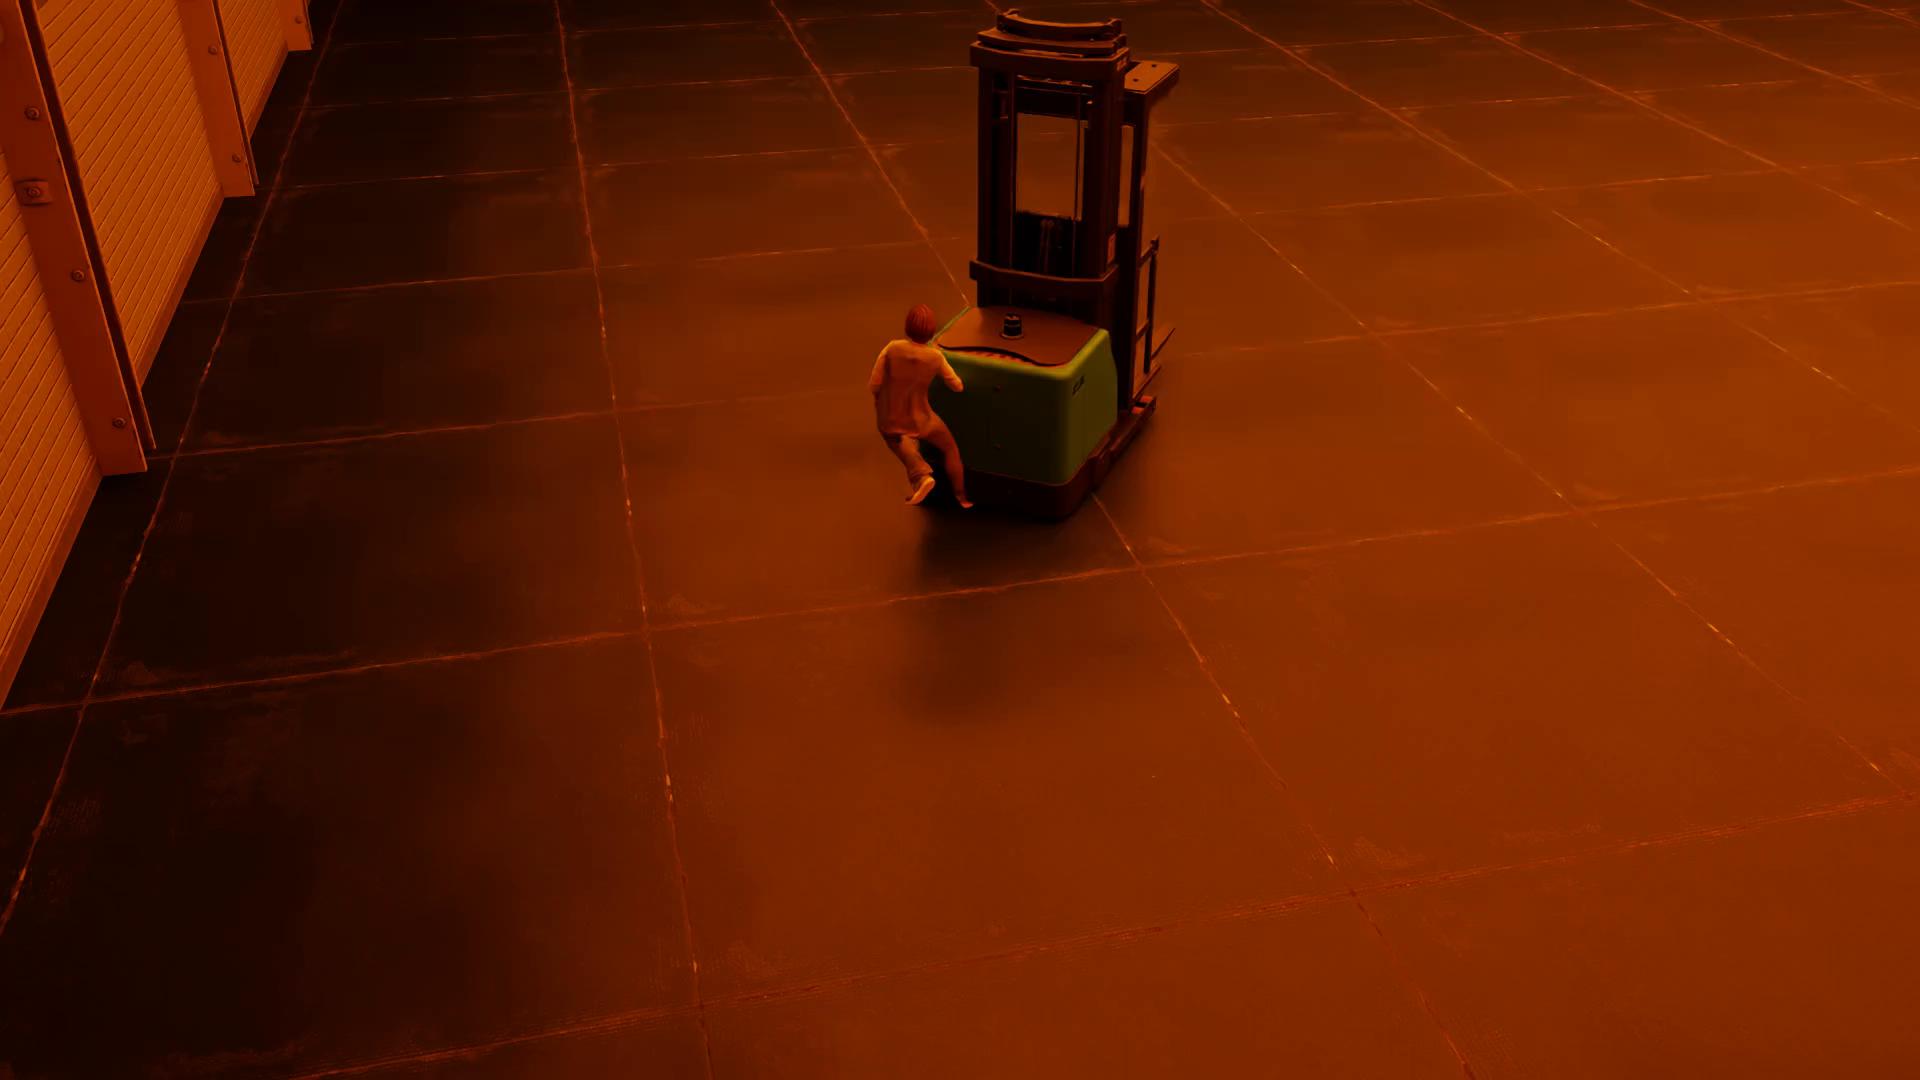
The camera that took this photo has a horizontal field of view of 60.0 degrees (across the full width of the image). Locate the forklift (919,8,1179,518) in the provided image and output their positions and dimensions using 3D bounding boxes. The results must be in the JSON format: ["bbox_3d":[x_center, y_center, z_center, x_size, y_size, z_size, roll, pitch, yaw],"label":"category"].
[{"bbox_3d":[0.772,-2.127,11.249,1.130,2.935,3.031,12,32,20],"label":"forklift"}]

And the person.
[{"bbox_3d":[-0.226,-0.843,10.466,0.639,1.479,0.604,3,30,5],"label":"person"}]
